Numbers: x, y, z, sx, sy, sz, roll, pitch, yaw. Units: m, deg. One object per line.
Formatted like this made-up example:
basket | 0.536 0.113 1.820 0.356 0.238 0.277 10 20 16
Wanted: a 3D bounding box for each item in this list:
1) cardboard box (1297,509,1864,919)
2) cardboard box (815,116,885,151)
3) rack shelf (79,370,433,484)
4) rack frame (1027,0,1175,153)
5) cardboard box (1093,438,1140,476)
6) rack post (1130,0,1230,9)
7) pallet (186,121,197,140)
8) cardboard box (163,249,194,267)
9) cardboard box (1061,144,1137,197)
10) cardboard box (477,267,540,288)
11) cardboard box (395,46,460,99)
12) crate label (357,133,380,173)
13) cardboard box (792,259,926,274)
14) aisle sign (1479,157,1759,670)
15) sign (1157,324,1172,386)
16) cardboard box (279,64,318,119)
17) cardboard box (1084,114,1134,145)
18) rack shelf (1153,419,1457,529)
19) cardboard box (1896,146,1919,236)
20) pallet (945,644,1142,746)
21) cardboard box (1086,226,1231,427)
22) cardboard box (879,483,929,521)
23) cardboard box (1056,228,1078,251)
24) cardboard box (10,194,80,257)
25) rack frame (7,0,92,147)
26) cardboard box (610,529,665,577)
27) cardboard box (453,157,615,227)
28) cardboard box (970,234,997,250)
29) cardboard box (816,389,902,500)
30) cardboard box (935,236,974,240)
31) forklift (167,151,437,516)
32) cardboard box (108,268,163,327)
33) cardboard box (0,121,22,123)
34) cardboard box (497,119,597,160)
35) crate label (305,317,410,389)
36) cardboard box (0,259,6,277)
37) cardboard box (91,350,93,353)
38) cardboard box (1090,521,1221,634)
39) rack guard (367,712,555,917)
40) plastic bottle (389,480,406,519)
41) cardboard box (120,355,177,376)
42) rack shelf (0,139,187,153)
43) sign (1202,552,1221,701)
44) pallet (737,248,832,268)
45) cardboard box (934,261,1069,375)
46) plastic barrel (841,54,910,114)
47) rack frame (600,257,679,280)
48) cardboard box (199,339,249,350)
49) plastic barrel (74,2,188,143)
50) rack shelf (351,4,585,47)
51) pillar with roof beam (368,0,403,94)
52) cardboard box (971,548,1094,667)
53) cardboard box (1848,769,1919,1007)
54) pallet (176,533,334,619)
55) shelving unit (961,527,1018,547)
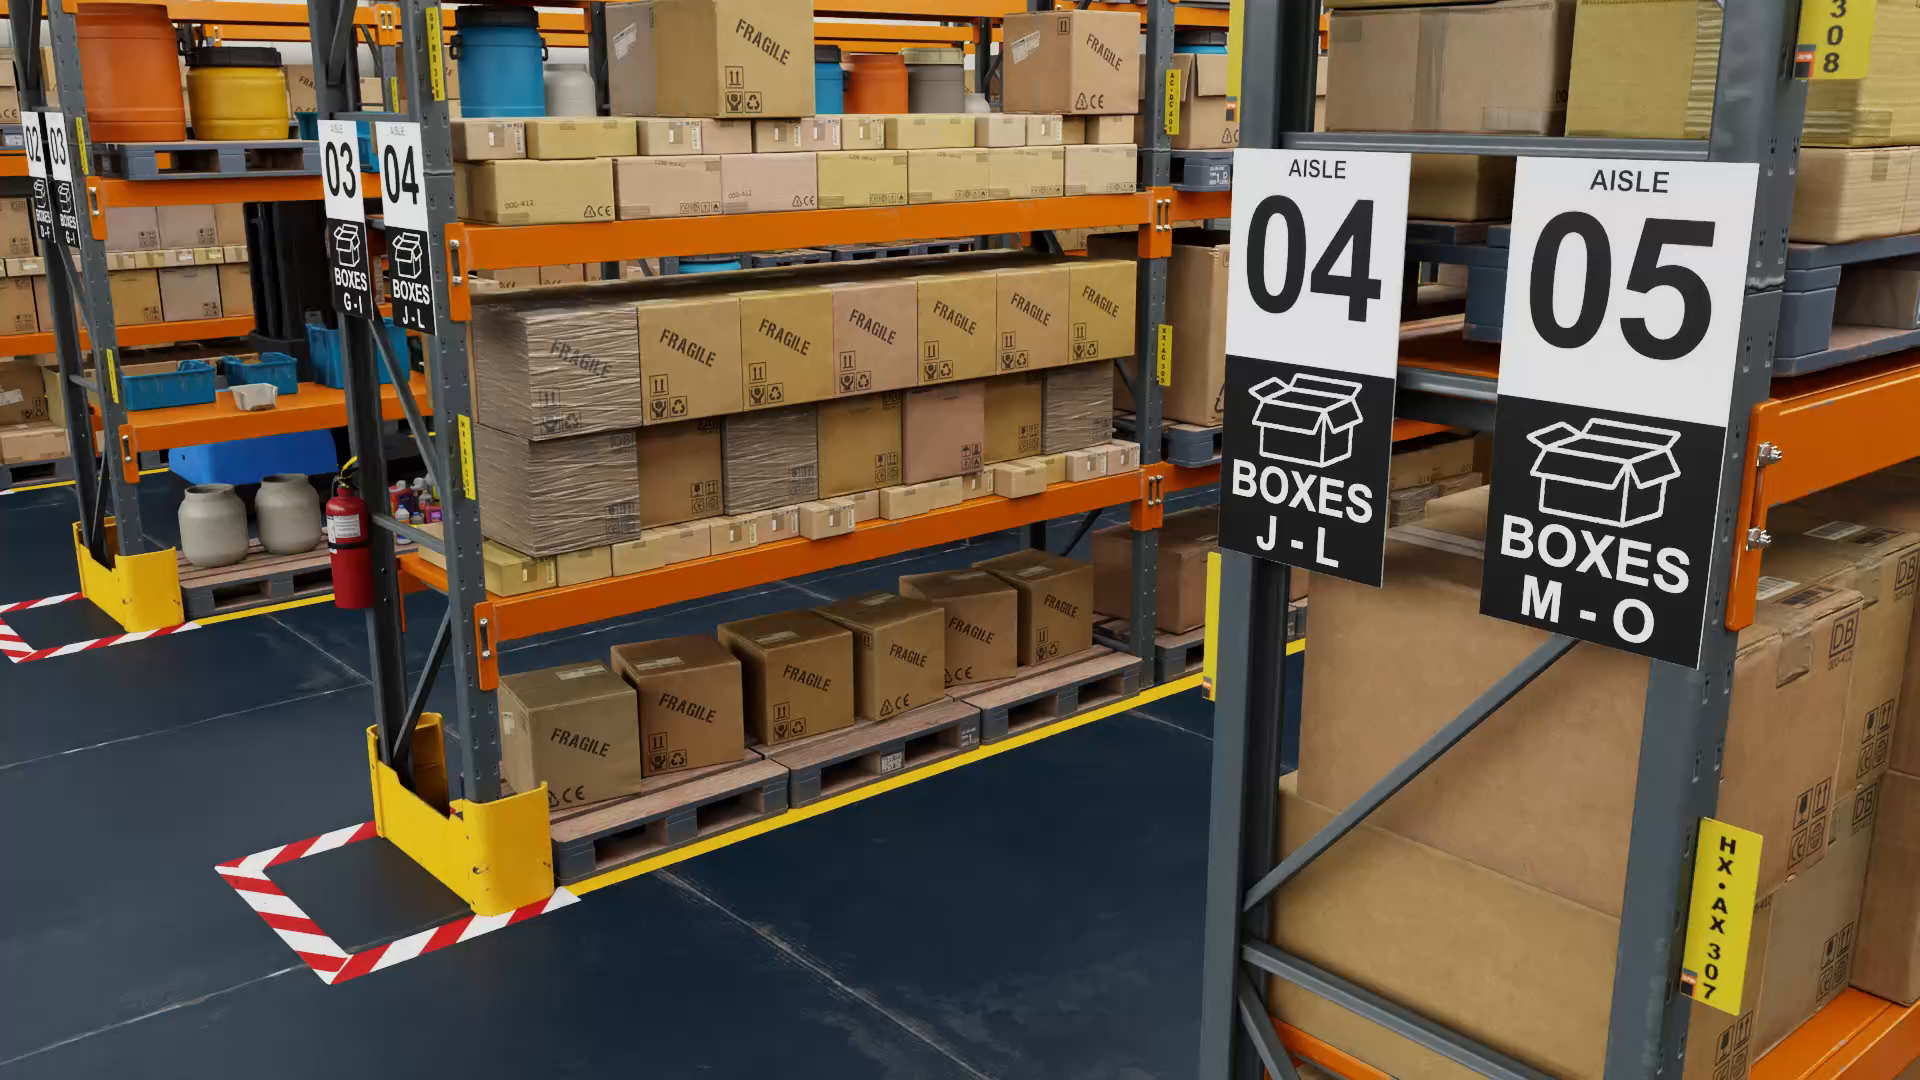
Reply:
cardboard box | 1.209 0.324 3.342 0.550 0.550 0.875 -13 19 -39
cardboard box | -0.566 -1.892 7.727 0.250 0.149 0.380 -14 20 -41
rack shelf | -4.018 -0.965 11.944 4.000 0.370 1.077 -13 19 -39
rack frame | 0.742 -3.585 8.735 0.127 3.000 1.000 -13 19 -39
cardboard box | 0.773 -0.472 9.191 0.250 0.149 0.380 -13 19 -39
rack post | 2.082 -5.296 16.107 0.954 0.300 0.937 -10 18 -33
pallet | -7.305 -3.667 15.027 1.213 0.211 1.003 -13 19 -39
cardboard box | -7.178 -2.585 15.164 0.250 0.149 0.380 -12 19 -39
cardboard box | 0.569 -1.936 8.662 0.500 0.250 0.500 -12 19 -37
cardboard box | -4.771 -2.881 17.528 0.500 0.500 0.500 -11 18 -35
cardboard box | -5.267 -4.655 16.575 0.500 0.500 0.500 -12 19 -39
crate label | -3.898 -2.604 11.161 0.408 0.251 0.502 -13 19 -39
cardboard box | -0.518 -1.166 8.594 0.500 0.500 0.500 -13 19 -39
aisle sign | 1.047 -0.212 2.694 0.004 0.787 0.394 -13 19 -39
sign | 1.104 -1.001 9.007 0.005 0.325 0.100 -13 19 -39
cardboard box | -6.311 -4.350 16.132 0.500 0.500 0.500 -11 18 -35
cardboard box | 0.686 -2.145 8.673 0.250 0.149 0.380 -12 19 -38
rack shelf | 2.251 -0.678 10.871 4.000 0.370 1.077 -13 19 -39
cardboard box | 1.565 -0.645 3.018 0.250 0.149 0.380 -12 19 -39
pallet | 0.258 0.781 9.417 1.213 0.211 1.003 -13 19 -39
cardboard box | 1.433 -1.287 9.780 1.000 1.000 1.000 -12 19 -39
cardboard box | -0.369 -0.221 8.251 0.250 0.149 0.380 -13 19 -39
cardboard box | 1.224 -4.140 22.244 0.500 0.500 0.500 -12 19 -38
cardboard box | -7.982 -2.789 14.672 0.500 0.500 0.700 -13 20 -41
rack frame | -5.527 -3.872 9.808 0.127 3.000 1.000 -13 19 -39
cardboard box | -1.505 0.032 7.304 0.250 0.149 0.380 -13 19 -39
cardboard box | -1.743 -1.417 6.722 0.500 0.250 0.500 -12 19 -38
cardboard box | 0.485 -4.154 22.296 0.500 0.500 0.500 -12 19 -38
cardboard box | -0.754 -0.556 8.249 0.500 0.500 0.875 -13 19 -39
cardboard box | -0.227 -4.186 21.601 0.700 0.500 0.500 8 17 28
forklift | -5.081 -1.854 14.013 3.031 2.935 1.130 -12 19 -38
cardboard box | -7.644 -2.236 15.116 0.500 0.500 0.700 -12 19 -39
cardboard box | -10.406 -4.685 18.432 0.500 0.500 0.500 -11 19 -36
cardboard box | -1.657 -1.605 6.653 0.250 0.149 0.380 -12 19 -38
crate label | -4.316 -1.355 11.942 0.616 0.435 0.502 -13 19 -39
cardboard box | -8.338 -2.325 14.190 0.250 0.149 0.380 -13 20 -40
cardboard box | -10.233 -2.148 19.651 0.380 0.149 0.250 14 20 42
cardboard box | 1.219 0.208 10.149 0.700 0.500 0.500 14 21 43
rack guard | -2.218 1.185 7.343 0.348 0.500 1.175 -13 19 -39
plastic bottle | -4.221 -0.304 12.501 0.135 0.276 0.152 -12 19 -39
cardboard box | -7.480 -1.395 15.222 0.500 0.500 0.500 -13 19 -39
rack shelf | -10.522 -4.343 18.777 4.000 0.370 1.077 -13 19 -39
sign | 0.558 0.192 3.518 0.005 0.325 0.100 -13 19 -39
pallet | -2.275 -3.330 19.774 1.003 0.211 1.213 -13 19 -39
cardboard box | 0.207 -1.147 8.525 0.500 0.500 0.500 -13 19 -39
plastic barrel | -0.747 -3.778 14.436 0.708 0.830 0.600 -13 19 -39
rack frame | -2.509 -1.651 13.119 0.127 3.000 1.000 -13 19 -39
cardboard box | -7.068 -1.666 16.235 0.500 0.500 0.500 -13 19 -39
plastic barrel | -5.244 -2.940 10.486 0.708 0.830 0.600 -13 19 -39
rack shelf | -4.249 -5.313 17.370 4.000 0.370 1.077 -13 19 -39
pillar with roof beam | -4.718 -6.266 18.771 0.400 9.000 9.100 -13 19 -39
cardboard box | 0.414 0.378 9.553 0.500 0.500 0.500 -13 20 -41
cardboard box | 2.060 0.661 4.171 0.550 0.550 0.875 -13 19 -39
pallet | -4.884 0.215 11.536 1.213 0.211 1.003 -13 19 -39
shelving unit | 0.125 -1.042 12.584 0.503 2.100 0.431 -13 19 -39
